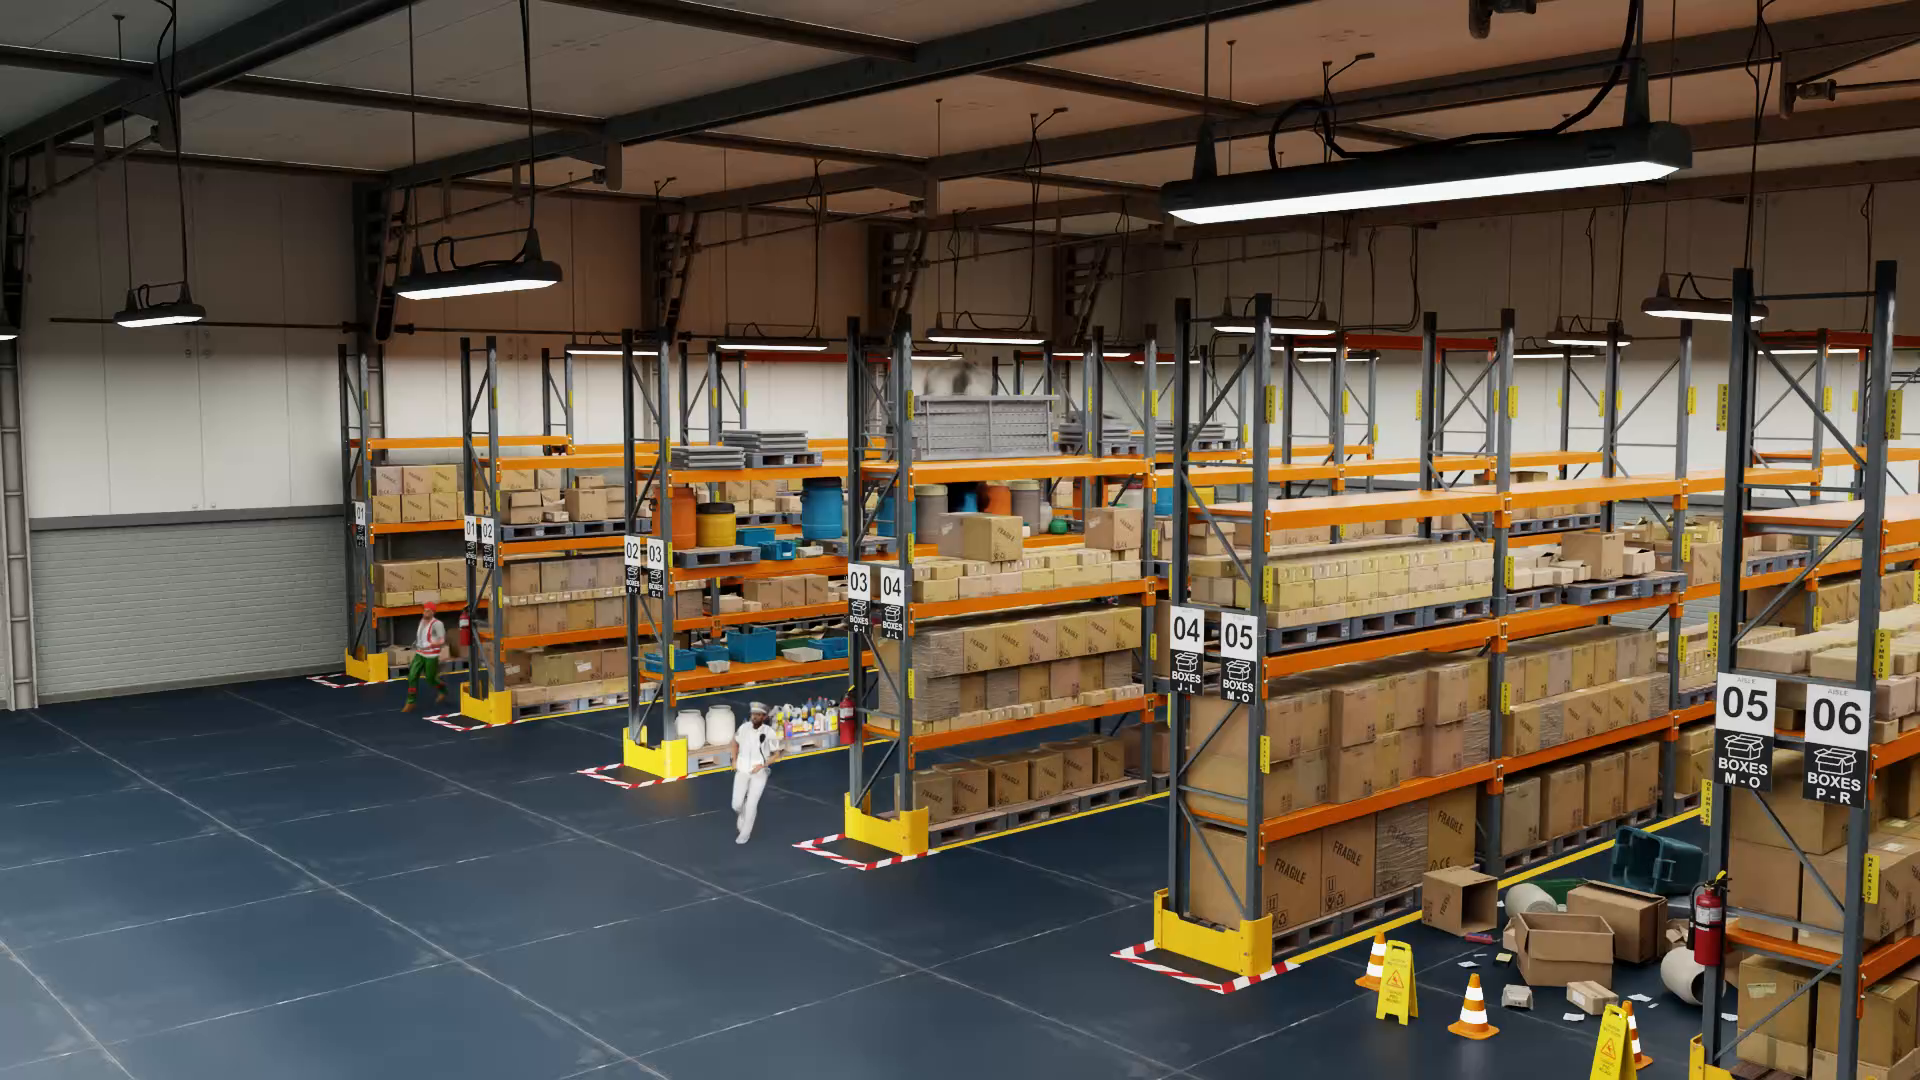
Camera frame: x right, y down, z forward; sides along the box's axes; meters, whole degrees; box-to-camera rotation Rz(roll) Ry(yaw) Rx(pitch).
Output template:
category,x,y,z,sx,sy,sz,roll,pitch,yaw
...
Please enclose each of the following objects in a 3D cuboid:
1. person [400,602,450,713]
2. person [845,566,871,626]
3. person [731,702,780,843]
category,x,y,z,sx,sy,sz,roll,pitch,yaw
person,-8.600,1.878,26.929,0.701,1.782,0.908,3,6,28
person,-2.130,1.271,33.946,0.661,1.730,0.713,-4,7,-39
person,-2.346,2.646,19.068,0.589,1.648,0.526,1,5,10
